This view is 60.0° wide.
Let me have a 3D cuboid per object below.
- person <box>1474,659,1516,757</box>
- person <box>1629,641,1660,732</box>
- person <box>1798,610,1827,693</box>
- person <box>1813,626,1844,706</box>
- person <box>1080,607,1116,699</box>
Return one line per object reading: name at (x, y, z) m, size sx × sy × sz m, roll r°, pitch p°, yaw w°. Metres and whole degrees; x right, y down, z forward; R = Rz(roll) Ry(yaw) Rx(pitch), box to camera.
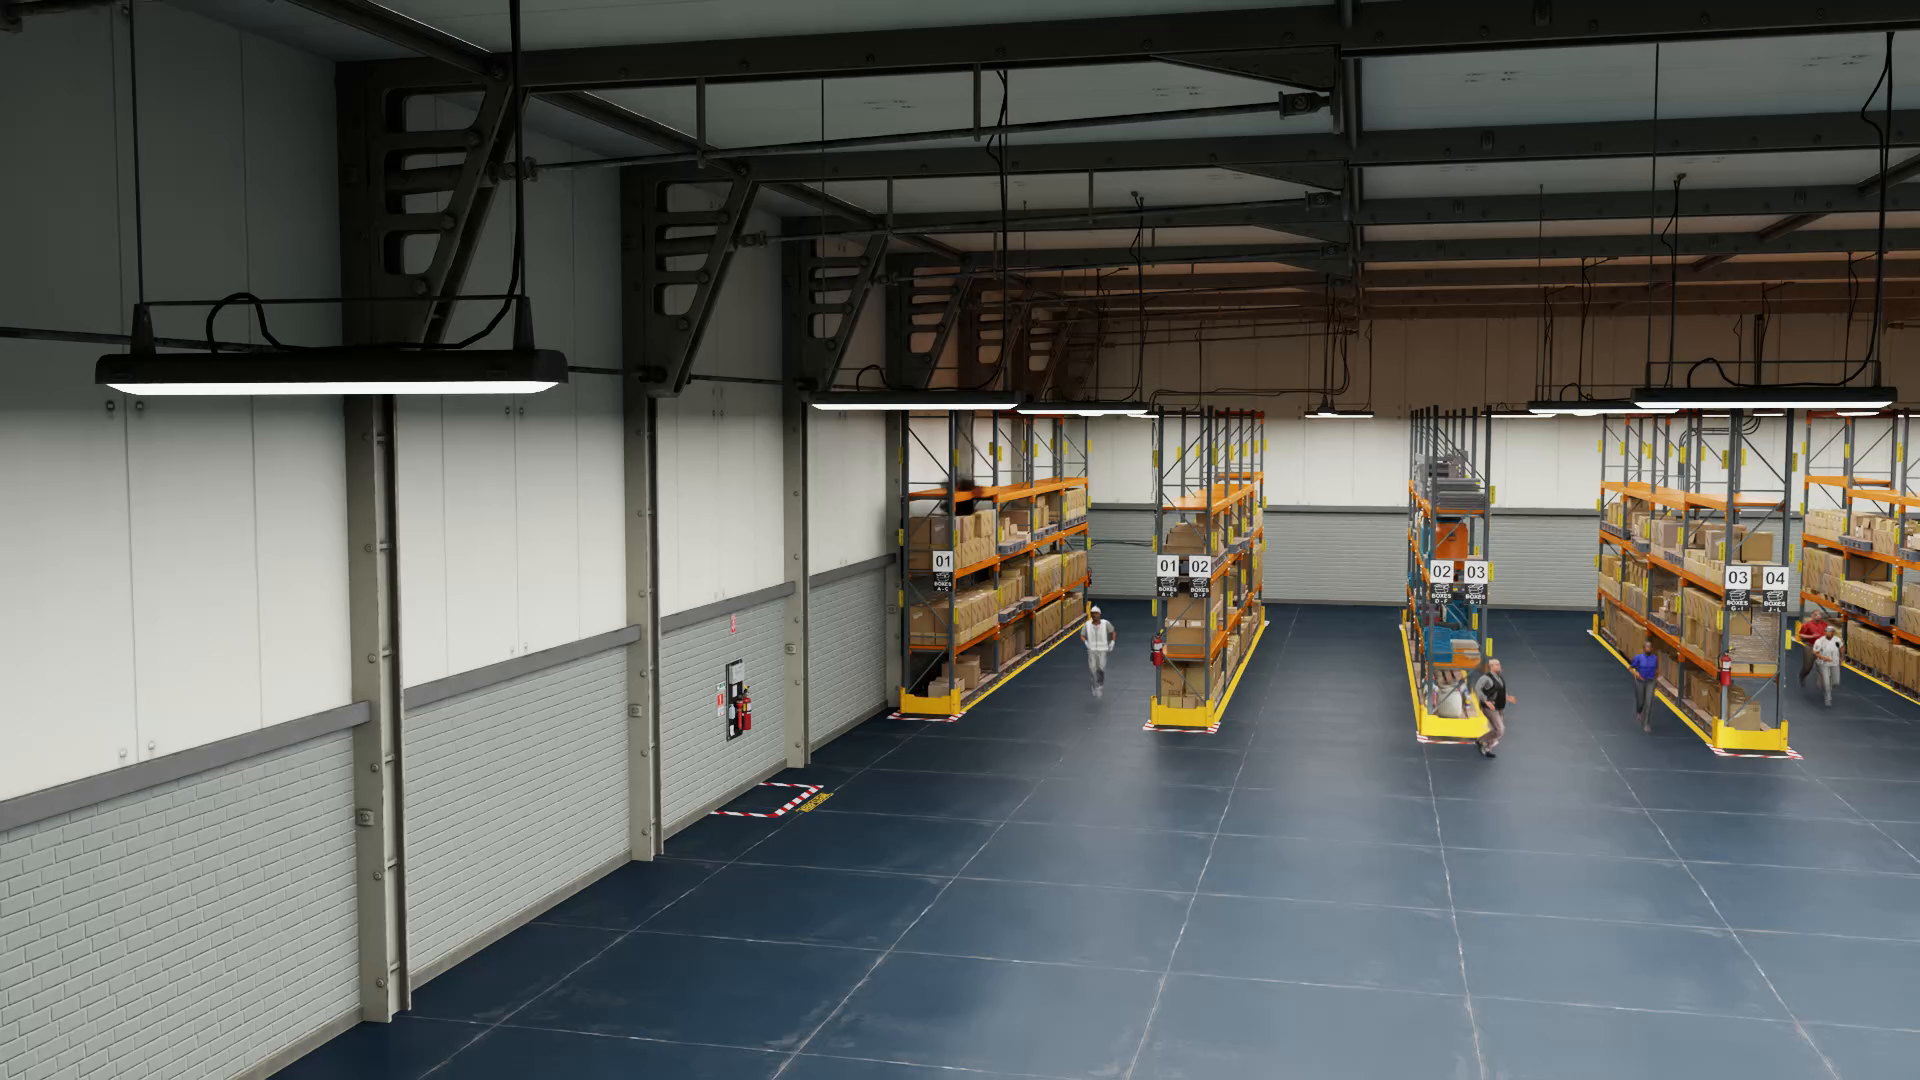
person at (9.070, 2.857, 28.123) m, size 0.639 × 1.677 × 0.569 m, roll -4°, pitch 5°, yaw -41°
person at (12.725, 2.701, 30.919) m, size 0.575 × 1.651 × 0.739 m, roll 1°, pitch 4°, yaw 8°
person at (18.019, 2.319, 35.056) m, size 0.665 × 1.699 × 0.961 m, roll 0°, pitch 4°, yaw 5°
person at (17.534, 2.531, 33.542) m, size 0.644 × 1.622 × 0.640 m, roll 0°, pitch 4°, yaw 6°
person at (2.715, 2.229, 32.879) m, size 0.694 × 1.809 × 0.636 m, roll 1°, pitch 4°, yaw 10°
